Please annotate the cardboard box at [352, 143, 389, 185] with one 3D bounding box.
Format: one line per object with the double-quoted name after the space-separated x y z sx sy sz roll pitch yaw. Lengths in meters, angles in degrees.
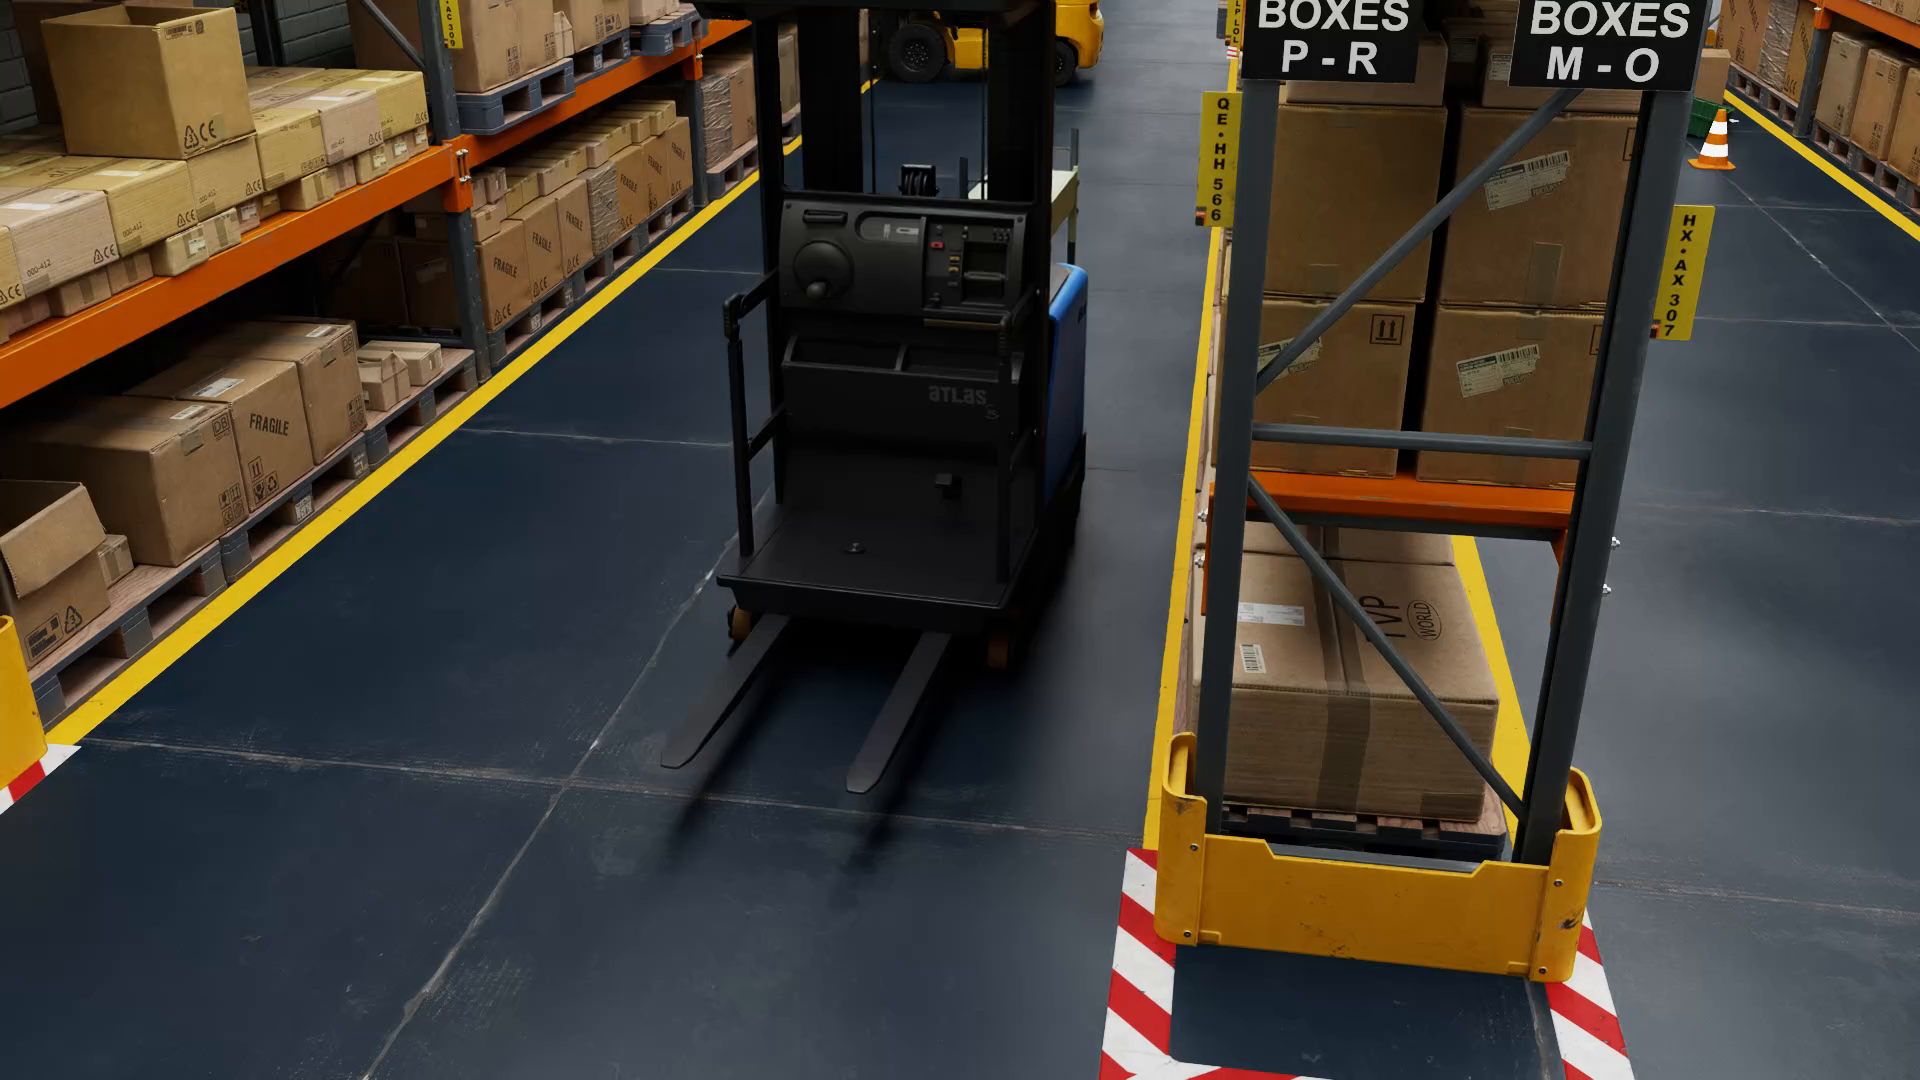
-2.923 -1.775 7.800 0.380 0.149 0.250 5 25 10 "cardboard box"

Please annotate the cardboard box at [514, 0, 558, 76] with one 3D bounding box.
-2.696 -2.899 9.292 0.700 0.500 0.500 4 25 9 "cardboard box"

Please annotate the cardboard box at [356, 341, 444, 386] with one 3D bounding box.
-2.882 -0.906 8.515 0.380 0.149 0.250 3 25 7 "cardboard box"

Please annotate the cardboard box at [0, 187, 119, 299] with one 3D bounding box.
-3.312 -1.036 5.751 0.500 0.250 0.500 4 25 9 "cardboard box"

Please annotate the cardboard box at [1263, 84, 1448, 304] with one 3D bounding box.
1.007 -0.961 4.468 0.500 0.500 0.500 5 26 10 "cardboard box"

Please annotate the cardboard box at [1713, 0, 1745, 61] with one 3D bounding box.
8.632 -5.576 17.635 0.875 0.875 0.875 4 25 9 "cardboard box"

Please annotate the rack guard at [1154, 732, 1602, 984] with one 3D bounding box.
1.159 0.897 4.744 1.175 0.500 0.348 4 25 9 "rack guard"

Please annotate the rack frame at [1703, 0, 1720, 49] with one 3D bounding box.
8.678 -6.636 17.889 1.000 3.000 0.127 4 25 9 "rack frame"

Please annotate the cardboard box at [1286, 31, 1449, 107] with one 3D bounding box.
1.024 -1.201 4.215 0.380 0.149 0.250 4 25 9 "cardboard box"

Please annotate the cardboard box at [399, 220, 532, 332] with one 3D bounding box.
-2.780 -1.505 9.381 0.500 0.500 0.500 5 26 11 "cardboard box"

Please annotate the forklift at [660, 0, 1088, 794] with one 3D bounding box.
-0.264 -1.010 5.951 1.130 2.935 3.031 6 26 12 "forklift"

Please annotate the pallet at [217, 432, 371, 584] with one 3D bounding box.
-3.391 -0.198 7.425 1.003 0.211 1.213 4 25 9 "pallet"

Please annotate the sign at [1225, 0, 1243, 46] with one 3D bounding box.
1.280 -2.440 7.652 0.100 0.325 0.005 4 25 9 "sign"

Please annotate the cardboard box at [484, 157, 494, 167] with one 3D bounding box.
-3.135 -2.330 10.379 0.380 0.149 0.250 4 25 9 "cardboard box"

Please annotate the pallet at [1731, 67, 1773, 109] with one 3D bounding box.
8.423 -4.525 16.667 1.003 0.211 1.213 4 25 9 "pallet"

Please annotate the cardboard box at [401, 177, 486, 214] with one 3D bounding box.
-2.819 -1.883 9.071 0.380 0.149 0.250 4 25 8 "cardboard box"

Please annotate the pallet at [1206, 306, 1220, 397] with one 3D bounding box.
1.869 -0.983 9.101 1.003 0.211 1.213 4 25 9 "pallet"

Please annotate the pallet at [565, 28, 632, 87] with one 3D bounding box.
-2.740 -3.033 10.417 1.003 0.211 1.213 4 25 9 "pallet"

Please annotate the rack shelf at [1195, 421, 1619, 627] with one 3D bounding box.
1.490 -0.756 6.175 1.077 0.370 4.000 4 25 9 "rack shelf"

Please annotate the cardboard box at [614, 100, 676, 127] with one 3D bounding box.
-2.258 -3.061 11.939 0.380 0.149 0.250 3 25 6 "cardboard box"

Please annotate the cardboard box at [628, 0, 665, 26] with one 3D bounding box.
-2.280 -3.592 11.067 0.500 0.250 0.500 3 25 6 "cardboard box"

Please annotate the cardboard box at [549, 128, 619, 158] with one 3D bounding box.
-2.487 -2.626 11.010 0.380 0.149 0.250 4 25 8 "cardboard box"

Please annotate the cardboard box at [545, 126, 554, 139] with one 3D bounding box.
-2.987 -2.763 11.302 0.380 0.149 0.250 3 25 6 "cardboard box"

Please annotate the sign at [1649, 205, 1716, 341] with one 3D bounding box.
1.710 -0.632 3.948 0.100 0.325 0.005 4 25 9 "sign"

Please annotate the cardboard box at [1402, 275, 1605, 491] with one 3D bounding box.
1.525 -0.471 4.601 0.500 0.500 0.500 4 25 8 "cardboard box"

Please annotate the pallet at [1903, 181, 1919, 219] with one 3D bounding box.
7.574 -2.352 12.026 1.003 0.211 1.213 4 25 9 "pallet"

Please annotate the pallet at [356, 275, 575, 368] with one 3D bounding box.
-2.985 -1.340 9.864 1.003 0.211 1.213 4 25 9 "pallet"

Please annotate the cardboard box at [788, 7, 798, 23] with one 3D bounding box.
-1.385 -5.185 16.357 0.500 0.250 0.500 4 25 8 "cardboard box"

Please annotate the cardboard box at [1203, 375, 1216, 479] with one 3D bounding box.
1.463 -0.318 6.918 0.875 0.438 0.875 3 25 7 "cardboard box"

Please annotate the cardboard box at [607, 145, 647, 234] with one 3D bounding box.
-2.459 -2.372 11.232 0.500 0.500 0.500 5 26 11 "cardboard box"

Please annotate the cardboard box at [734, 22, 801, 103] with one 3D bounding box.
-1.847 -4.502 15.635 0.875 0.625 0.625 5 26 11 "cardboard box"

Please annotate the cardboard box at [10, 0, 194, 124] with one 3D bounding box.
-3.586 -2.062 7.059 0.500 0.500 0.500 3 25 7 "cardboard box"

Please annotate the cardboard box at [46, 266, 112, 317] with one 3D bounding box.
-3.304 -0.916 5.964 0.380 0.149 0.250 5 26 10 "cardboard box"

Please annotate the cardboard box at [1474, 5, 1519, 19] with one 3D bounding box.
1.623 -1.382 4.601 0.380 0.149 0.250 5 26 10 "cardboard box"

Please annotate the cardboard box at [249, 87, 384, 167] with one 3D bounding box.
-2.990 -1.887 7.569 0.500 0.250 0.500 4 25 9 "cardboard box"

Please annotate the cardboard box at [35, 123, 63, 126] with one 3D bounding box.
-3.589 -1.713 7.197 0.500 0.250 0.500 5 25 10 "cardboard box"

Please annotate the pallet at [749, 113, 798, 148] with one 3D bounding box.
-2.052 -3.521 14.523 1.003 0.211 1.213 4 25 9 "pallet"

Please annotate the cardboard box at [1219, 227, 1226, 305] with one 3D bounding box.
1.224 -1.152 6.055 0.500 0.500 0.500 5 26 10 "cardboard box"

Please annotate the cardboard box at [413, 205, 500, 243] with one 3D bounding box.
-2.759 -1.744 9.125 0.380 0.149 0.250 5 26 11 "cardboard box"

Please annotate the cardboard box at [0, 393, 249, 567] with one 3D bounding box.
-3.363 -0.250 6.698 0.700 0.500 0.500 5 26 11 "cardboard box"

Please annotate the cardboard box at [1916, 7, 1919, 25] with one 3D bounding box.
7.344 -3.960 12.054 0.500 0.500 0.500 4 25 8 "cardboard box"

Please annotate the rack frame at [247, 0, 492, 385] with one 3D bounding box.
-3.081 -2.260 8.541 1.000 3.000 0.127 4 25 9 "rack frame"

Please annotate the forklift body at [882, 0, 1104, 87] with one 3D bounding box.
0.370 -5.975 17.479 2.313 2.155 1.214 4 25 9 "forklift body"

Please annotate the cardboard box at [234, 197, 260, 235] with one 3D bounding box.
-3.153 -1.352 6.896 0.380 0.149 0.250 4 25 8 "cardboard box"

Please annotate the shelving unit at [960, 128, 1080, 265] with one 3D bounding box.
0.282 -1.140 7.916 0.431 1.500 0.755 6 26 12 "shelving unit"

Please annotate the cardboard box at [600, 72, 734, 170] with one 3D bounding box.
-2.311 -3.308 13.085 0.875 0.625 0.625 5 26 10 "cardboard box"

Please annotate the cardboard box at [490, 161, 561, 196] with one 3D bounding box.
-2.651 -2.191 10.080 0.380 0.149 0.250 4 25 8 "cardboard box"
